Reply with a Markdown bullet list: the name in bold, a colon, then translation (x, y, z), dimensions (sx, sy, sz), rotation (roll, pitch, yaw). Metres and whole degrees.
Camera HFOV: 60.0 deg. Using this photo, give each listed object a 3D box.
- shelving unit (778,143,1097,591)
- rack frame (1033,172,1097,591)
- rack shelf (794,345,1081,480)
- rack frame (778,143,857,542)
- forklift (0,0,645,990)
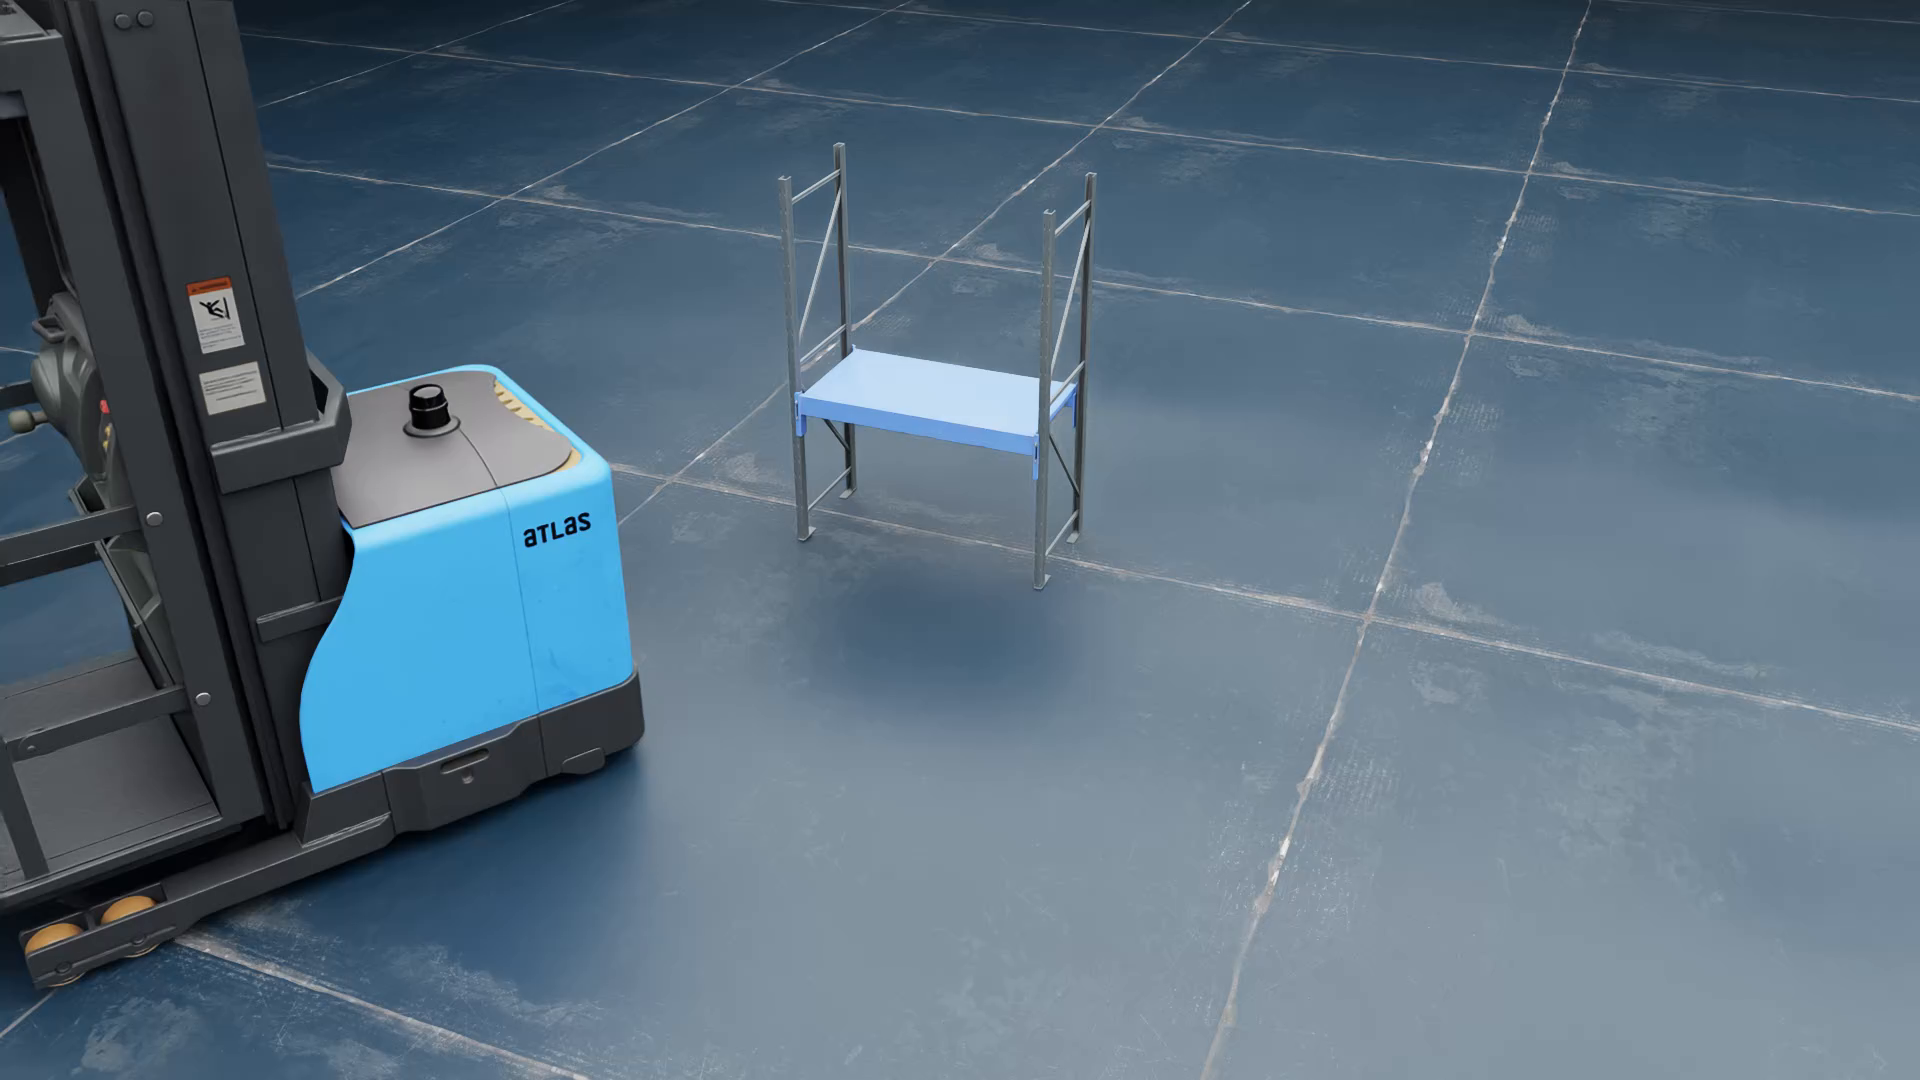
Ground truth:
- **shelving unit**: translation (-0.079, -0.669, 6.409), dimensions (1.048, 1.500, 0.538), rotation (11, 31, 19)
- **rack frame**: translation (0.392, -0.575, 6.242), dimensions (0.032, 1.500, 0.500), rotation (11, 31, 19)
- **rack shelf**: translation (-0.079, -0.512, 6.497), dimensions (1.000, 0.185, 0.538), rotation (11, 31, 19)
- **rack frame**: translation (-0.550, -0.763, 6.575), dimensions (0.032, 1.500, 0.500), rotation (11, 31, 19)
- **forklift**: translation (-2.537, -0.346, 4.383), dimensions (3.031, 2.935, 1.130), rotation (-19, 35, -30)
